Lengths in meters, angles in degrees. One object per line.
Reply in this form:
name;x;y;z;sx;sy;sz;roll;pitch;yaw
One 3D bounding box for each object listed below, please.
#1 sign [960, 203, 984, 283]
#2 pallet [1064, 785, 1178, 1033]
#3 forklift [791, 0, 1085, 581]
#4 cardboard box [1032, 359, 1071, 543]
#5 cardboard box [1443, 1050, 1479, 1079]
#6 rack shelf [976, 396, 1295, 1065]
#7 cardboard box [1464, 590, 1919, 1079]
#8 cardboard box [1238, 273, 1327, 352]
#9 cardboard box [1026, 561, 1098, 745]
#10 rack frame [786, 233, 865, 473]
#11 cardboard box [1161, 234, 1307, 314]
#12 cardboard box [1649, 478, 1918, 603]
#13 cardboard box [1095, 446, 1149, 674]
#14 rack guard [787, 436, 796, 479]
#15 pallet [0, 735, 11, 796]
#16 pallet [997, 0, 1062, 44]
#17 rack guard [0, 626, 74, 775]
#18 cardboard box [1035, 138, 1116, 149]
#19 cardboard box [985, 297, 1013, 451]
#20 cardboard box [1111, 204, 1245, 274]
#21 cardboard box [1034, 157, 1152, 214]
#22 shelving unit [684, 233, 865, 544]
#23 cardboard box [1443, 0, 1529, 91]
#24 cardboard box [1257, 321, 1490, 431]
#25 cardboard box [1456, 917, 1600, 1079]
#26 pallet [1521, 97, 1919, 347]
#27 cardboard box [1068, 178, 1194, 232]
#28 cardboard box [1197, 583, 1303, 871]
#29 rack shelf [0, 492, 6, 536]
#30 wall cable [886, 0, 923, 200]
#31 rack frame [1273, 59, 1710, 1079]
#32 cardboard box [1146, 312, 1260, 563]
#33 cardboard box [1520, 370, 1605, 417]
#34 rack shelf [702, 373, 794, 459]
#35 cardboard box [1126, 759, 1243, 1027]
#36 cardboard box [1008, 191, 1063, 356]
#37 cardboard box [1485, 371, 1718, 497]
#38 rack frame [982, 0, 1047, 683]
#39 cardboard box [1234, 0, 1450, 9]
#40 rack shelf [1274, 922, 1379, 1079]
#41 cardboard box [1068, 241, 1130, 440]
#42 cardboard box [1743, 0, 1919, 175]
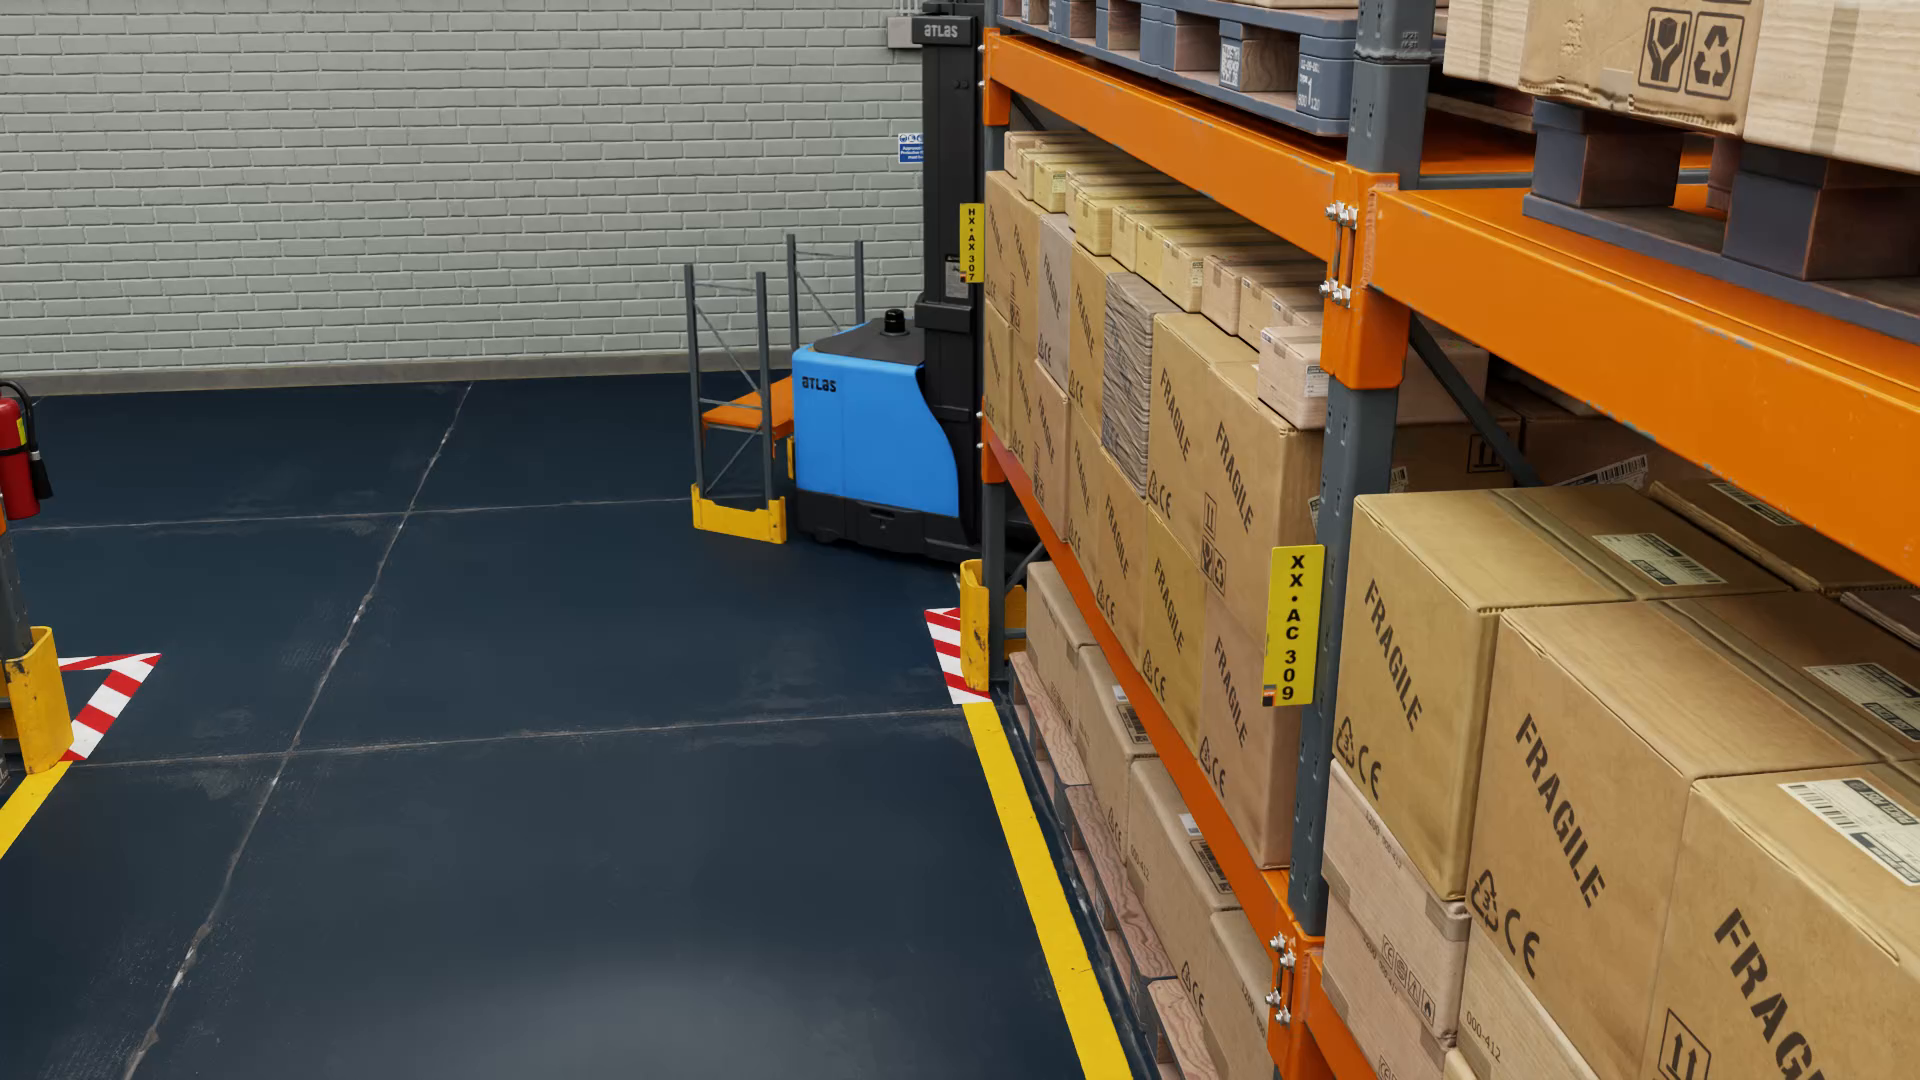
sign;0.050;-1.223;6.854;0.100;0.325;0.005;-3;21;-8
pallet;0.965;1.194;5.717;1.003;0.211;1.213;-3;21;-8
forklift;0.629;-1.283;8.462;3.031;2.935;1.130;11;23;26
cardboard box;0.541;-0.322;5.648;0.500;0.500;0.500;-3;21;-8
cardboard box;1.055;0.993;2.484;0.500;0.250;0.500;-3;21;-9
rack shelf;0.888;0.223;5.360;1.077;0.370;4.000;-3;21;-8
cardboard box;1.056;0.405;2.274;0.500;0.500;0.500;-3;21;-8
cardboard box;0.860;-0.515;3.809;0.380;0.149;0.250;-3;21;-8
cardboard box;0.794;0.420;6.865;0.875;0.438;0.875;-4;21;-10
rack frame;-0.784;-1.050;9.883;0.500;1.500;0.032;10;23;25
cardboard box;0.734;-0.687;4.268;0.380;0.149;0.250;-3;21;-8
cardboard box;1.490;0.205;2.808;0.500;0.500;0.500;-2;21;-6
cardboard box;0.690;0.033;4.699;0.500;0.500;0.500;-3;21;-9
rack guard;-0.783;-0.464;10.100;0.587;0.250;0.087;10;23;25
pallet;-4.191;1.094;5.986;1.003;0.211;1.213;-3;21;-8
pallet;0.717;-1.914;5.893;1.003;0.211;1.213;-3;21;-8
rack guard;-4.273;0.675;6.693;1.175;0.500;0.348;-3;21;-8
cardboard box;0.486;-1.402;6.183;0.380;0.149;0.250;-2;21;-6
cardboard box;0.385;-0.673;6.587;0.500;0.500;0.500;-3;21;-8
cardboard box;0.645;-0.861;4.737;0.380;0.149;0.250;-3;21;-8
cardboard box;0.465;-1.216;5.685;0.380;0.149;0.250;-4;21;-10
shelving unit;-1.009;-0.894;9.465;0.587;1.500;1.083;10;23;25
cardboard box;0.902;-0.770;2.295;0.396;0.266;0.258;-3;21;-8
cardboard box;0.817;-0.331;3.317;0.380;0.149;0.250;-3;21;-9
cardboard box;1.064;0.760;2.394;0.500;0.250;0.500;-3;21;-7
pallet;1.358;-0.422;2.046;0.805;0.209;1.217;-4;21;-10
cardboard box;0.550;-1.039;5.212;0.380;0.149;0.250;-3;21;-7
cardboard box;0.857;0.384;3.758;0.500;0.500;0.500;-3;21;-7
rack shelf;-3.995;0.508;4.598;1.077;0.370;4.000;-3;21;-8
wall cable;-0.236;-3.248;12.129;0.585;1.953;0.123;-3;21;-8
rack frame;1.177;0.578;3.381;1.000;3.000;0.127;-3;21;-8
cardboard box;0.770;-0.262;4.060;0.500;0.500;0.500;-3;21;-9
cardboard box;1.388;-0.363;3.402;0.380;0.149;0.250;-3;21;-9
rack shelf;-1.013;-0.723;9.521;0.538;0.185;1.000;10;23;25
cardboard box;1.063;1.049;5.182;0.875;0.438;0.875;-4;21;-9
cardboard box;0.469;-0.963;5.935;0.500;0.500;0.500;-3;21;-9
cardboard box;1.348;-0.114;3.662;0.500;0.500;0.500;-3;21;-7
rack frame;0.600;-0.807;7.089;1.000;3.000;0.127;-3;21;-8
cardboard box;0.768;-1.212;3.337;0.396;0.266;0.258;-2;21;-6
rack shelf;1.465;1.608;1.652;1.077;0.370;4.000;-3;21;-8
cardboard box;0.623;-0.612;4.996;0.500;0.500;0.500;-3;21;-8
cardboard box;1.013;-0.458;1.603;0.380;0.166;0.250;-4;21;-11
